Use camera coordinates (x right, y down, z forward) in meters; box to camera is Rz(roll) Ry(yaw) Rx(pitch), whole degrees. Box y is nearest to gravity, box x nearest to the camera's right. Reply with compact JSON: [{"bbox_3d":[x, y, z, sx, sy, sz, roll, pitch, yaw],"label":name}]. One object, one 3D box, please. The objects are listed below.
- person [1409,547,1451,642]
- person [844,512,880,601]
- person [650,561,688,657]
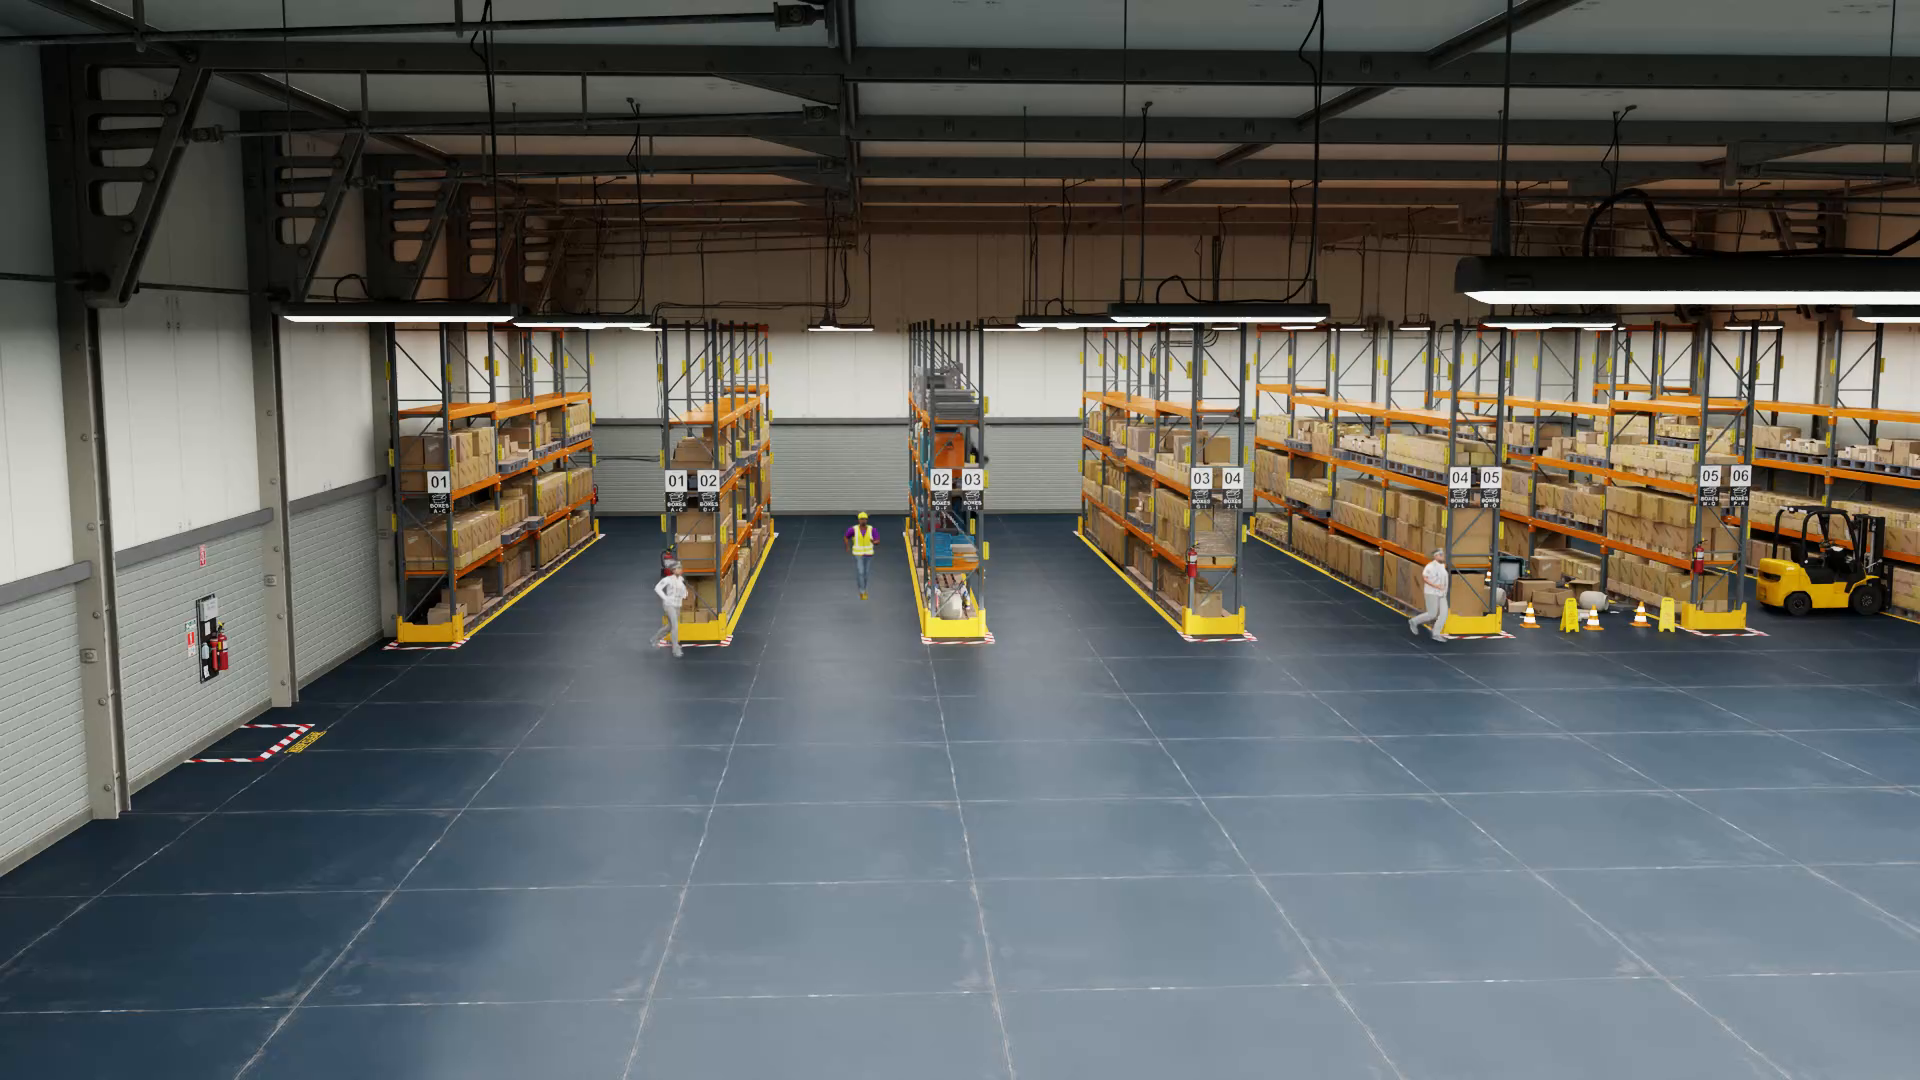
[{"bbox_3d":[8.915,1.005,31.320,0.678,1.769,0.762,-6,9,-41],"label":"person"},{"bbox_3d":[-1.980,0.331,34.127,0.700,1.804,0.920,-2,7,-16],"label":"person"},{"bbox_3d":[-5.178,1.223,29.957,0.862,1.702,0.640,4,8,32],"label":"person"}]
